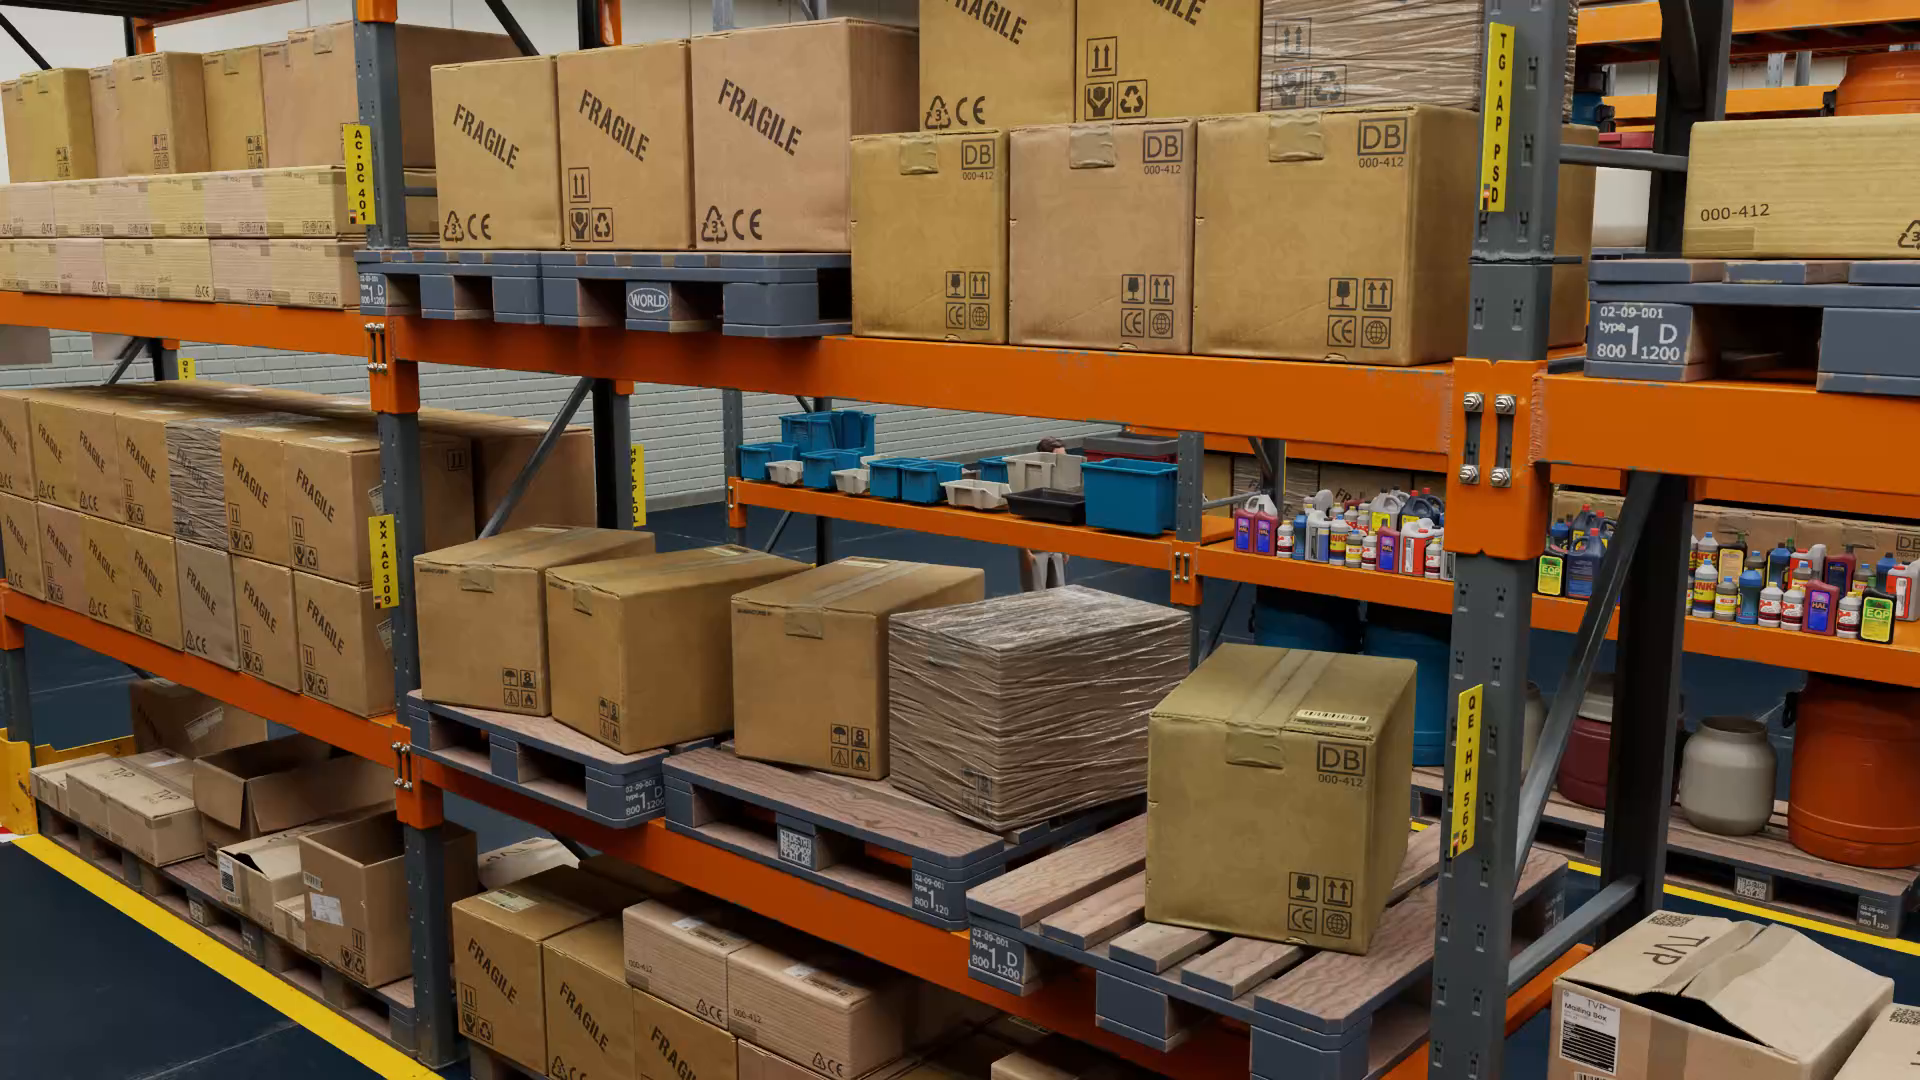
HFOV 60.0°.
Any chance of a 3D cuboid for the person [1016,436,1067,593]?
[{"bbox_3d":[0.595,0.085,11.945,0.359,1.672,0.485,9,13,40],"label":"person"}]
